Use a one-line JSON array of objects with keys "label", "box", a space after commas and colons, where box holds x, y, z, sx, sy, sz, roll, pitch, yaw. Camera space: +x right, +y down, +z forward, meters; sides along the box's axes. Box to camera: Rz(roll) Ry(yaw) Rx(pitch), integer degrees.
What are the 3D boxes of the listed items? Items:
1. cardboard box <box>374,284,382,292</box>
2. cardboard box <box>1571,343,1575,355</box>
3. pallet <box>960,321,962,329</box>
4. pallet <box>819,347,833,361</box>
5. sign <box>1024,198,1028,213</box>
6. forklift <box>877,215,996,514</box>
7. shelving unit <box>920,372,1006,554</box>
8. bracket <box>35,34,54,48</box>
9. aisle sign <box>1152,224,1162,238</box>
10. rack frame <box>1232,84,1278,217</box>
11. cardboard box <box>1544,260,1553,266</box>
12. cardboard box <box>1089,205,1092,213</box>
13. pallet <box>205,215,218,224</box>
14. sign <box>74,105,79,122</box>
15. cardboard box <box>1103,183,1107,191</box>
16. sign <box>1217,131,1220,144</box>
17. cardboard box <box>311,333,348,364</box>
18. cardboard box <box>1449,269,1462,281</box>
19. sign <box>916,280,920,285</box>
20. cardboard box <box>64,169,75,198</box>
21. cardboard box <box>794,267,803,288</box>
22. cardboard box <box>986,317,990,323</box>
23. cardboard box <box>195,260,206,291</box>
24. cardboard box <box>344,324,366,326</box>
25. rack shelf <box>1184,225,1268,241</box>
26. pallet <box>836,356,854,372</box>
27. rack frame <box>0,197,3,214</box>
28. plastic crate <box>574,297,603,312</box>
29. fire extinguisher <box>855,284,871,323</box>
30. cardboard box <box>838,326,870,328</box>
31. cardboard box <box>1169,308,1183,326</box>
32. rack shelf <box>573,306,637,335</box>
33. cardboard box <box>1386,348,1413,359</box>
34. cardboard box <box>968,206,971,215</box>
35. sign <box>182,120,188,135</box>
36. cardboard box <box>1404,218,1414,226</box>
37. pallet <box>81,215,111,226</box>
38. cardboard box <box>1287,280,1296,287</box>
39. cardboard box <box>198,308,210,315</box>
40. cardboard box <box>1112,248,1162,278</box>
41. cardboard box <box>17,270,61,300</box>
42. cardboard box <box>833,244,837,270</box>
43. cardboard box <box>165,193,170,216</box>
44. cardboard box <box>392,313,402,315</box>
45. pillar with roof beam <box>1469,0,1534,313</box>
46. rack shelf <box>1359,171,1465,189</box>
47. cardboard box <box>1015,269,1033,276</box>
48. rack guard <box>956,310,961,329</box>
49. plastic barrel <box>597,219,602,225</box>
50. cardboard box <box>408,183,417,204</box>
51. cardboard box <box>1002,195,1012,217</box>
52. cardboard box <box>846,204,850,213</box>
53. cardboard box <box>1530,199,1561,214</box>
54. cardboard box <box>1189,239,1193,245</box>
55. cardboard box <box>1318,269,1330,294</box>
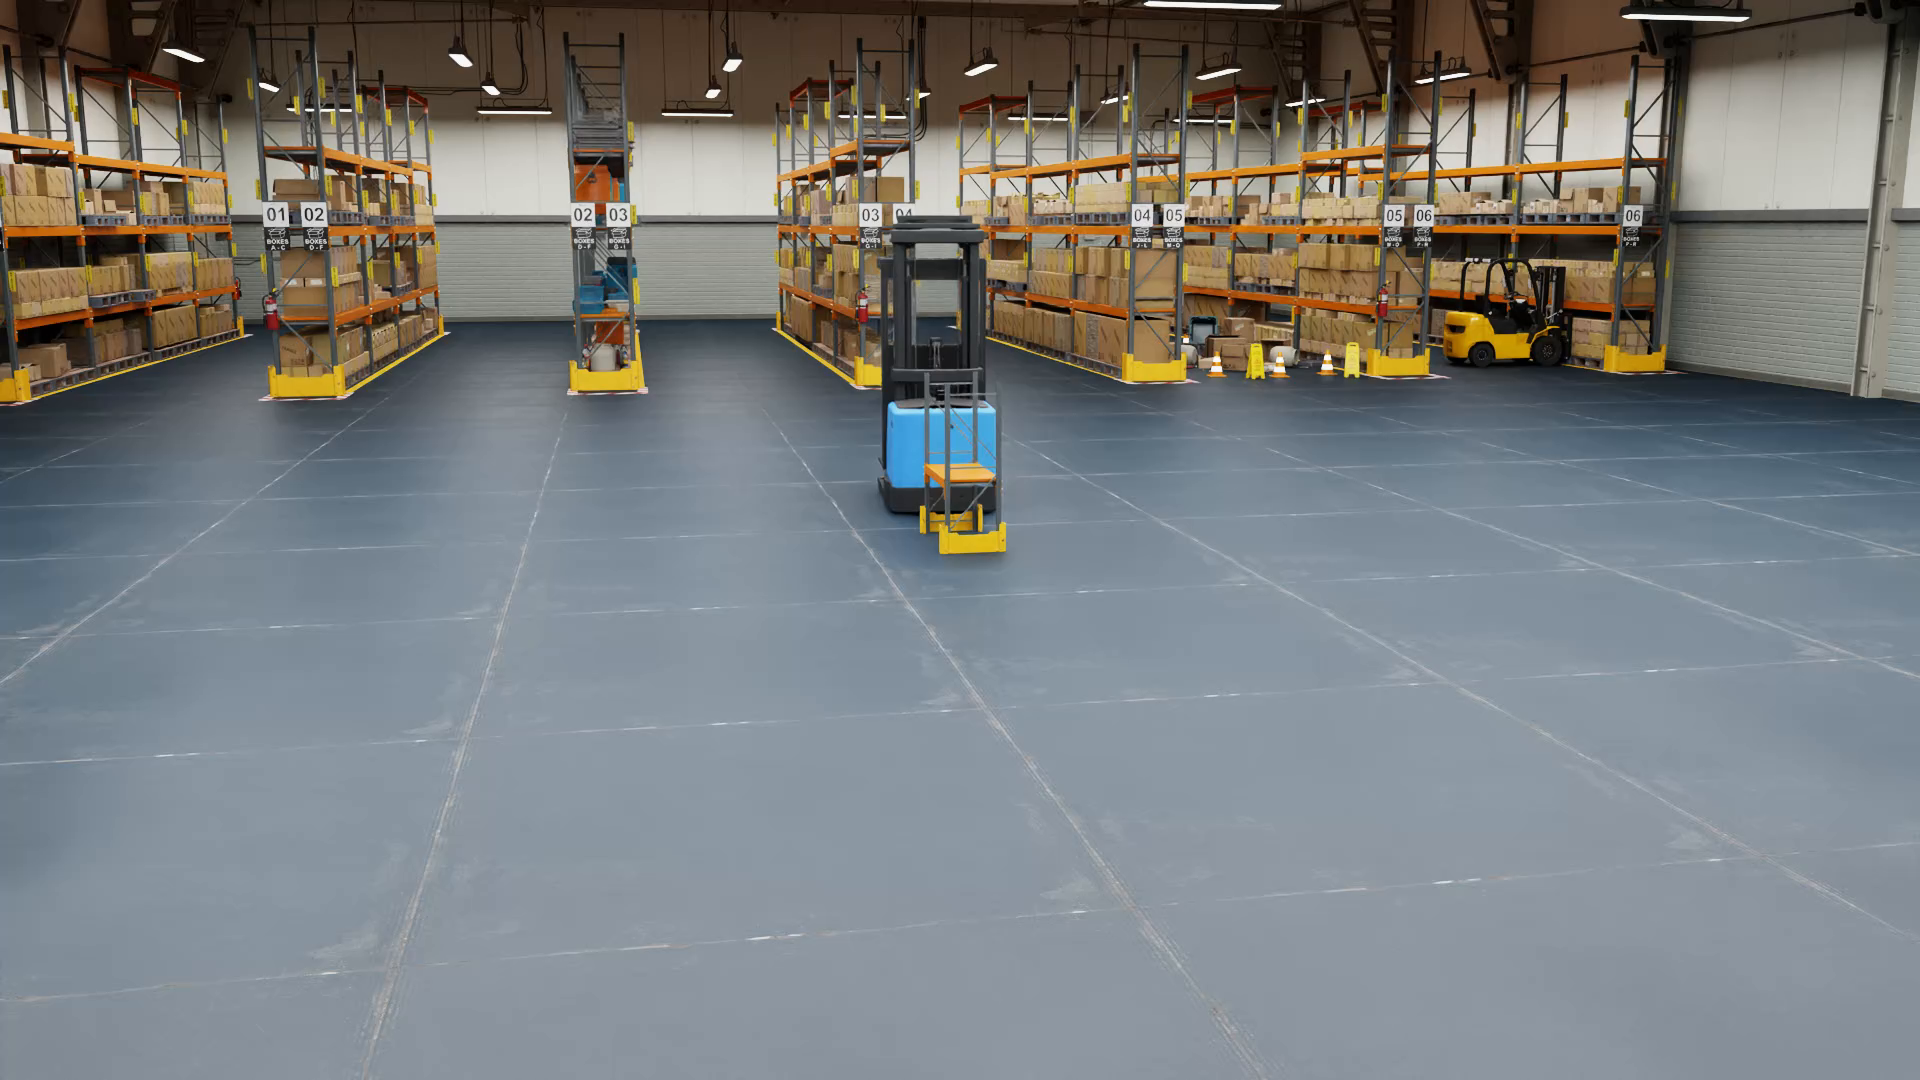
[{"label": "cardboard box", "box": [-12.540, -5.276, 35.185, 0.500, 0.311, 0.500, -1, 11, -7]}, {"label": "cardboard box", "box": [12.718, -3.936, 34.136, 0.500, 0.250, 0.500, -2, 11, -10]}, {"label": "pallet", "box": [0.617, -5.843, 45.382, 1.003, 0.211, 1.213, -2, 11, -11]}, {"label": "pallet", "box": [-2.465, -4.011, 35.759, 1.003, 0.211, 1.213, -2, 11, -11]}, {"label": "sign", "box": [1.503, -7.618, 37.845, 0.100, 0.325, 0.005, -2, 11, -11]}, {"label": "forklift", "box": [-0.301, -1.932, 17.560, 1.130, 2.935, 3.031, -1, 11, -6]}, {"label": "shelving unit", "box": [0.015, -0.723, 15.036, 0.587, 1.500, 1.083, -2, 11, -11]}, {"label": "bracket", "box": [-17.593, -9.589, 31.938, 0.235, 0.232, 0.430, -2, 11, -11]}, {"label": "aisle sign", "box": [5.605, -8.877, 46.913, 0.394, 0.787, 0.004, -2, 11, -11]}, {"label": "rack frame", "box": [6.871, -9.055, 38.757, 1.000, 3.000, 0.127, -2, 11, -11]}, {"label": "cardboard box", "box": [12.512, -5.811, 34.963, 0.380, 0.149, 0.250, -2, 11, -12]}, {"label": "cardboard box", "box": [2.750, -6.516, 32.719, 0.380, 0.149, 0.250, -2, 11, -12]}, {"label": "pallet", "box": [-18.587, -7.744, 40.131, 1.003, 0.211, 1.213, -2, 11, -11]}, {"label": "sign", "box": [-17.970, -8.670, 33.813, 0.100, 0.325, 0.005, -2, 11, -11]}, {"label": "cardboard box", "box": [2.946, -6.722, 31.671, 0.380, 0.149, 0.250, -2, 11, -12]}, {"label": "sign", "box": [6.623, -10.308, 42.632, 0.100, 0.325, 0.005, -2, 11, -11]}, {"label": "cardboard box", "box": [-10.997, -3.343, 29.015, 0.500, 0.500, 0.500, -2, 11, -11]}, {"label": "cardboard box", "box": [11.766, -6.182, 38.773, 0.500, 0.250, 0.500, -2, 11, -12]}, {"label": "sign", "box": [-0.761, -4.725, 29.739, 0.100, 0.325, 0.005, -2, 11, -11]}, {"label": "cardboard box", "box": [-16.284, -6.415, 29.915, 0.500, 0.500, 0.500, -3, 11, -16]}, {"label": "cardboard box", "box": [-3.783, -6.437, 40.779, 0.500, 0.500, 0.500, -2, 11, -11]}, {"label": "cardboard box", "box": [0.884, -5.641, 42.572, 0.380, 0.149, 0.250, -2, 11, -10]}, {"label": "cardboard box", "box": [-18.293, -6.188, 38.938, 0.980, 0.700, 0.700, -2, 11, -10]}, {"label": "cardboard box", "box": [-12.754, -4.412, 35.140, 0.500, 0.311, 0.500, -2, 11, -9]}, {"label": "rack shelf", "box": [6.482, -7.595, 41.032, 1.077, 0.370, 4.000, -2, 11, -11]}, {"label": "pallet", "box": [-1.906, -3.522, 33.191, 1.003, 0.211, 1.213, -2, 11, -11]}, {"label": "rack frame", "box": [-15.870, -6.687, 26.316, 1.000, 3.000, 0.127, -2, 11, -11]}, {"label": "plastic crate", "box": [-6.664, -4.227, 29.836, 0.499, 0.251, 0.408, -2, 11, -11]}, {"label": "fire extinguisher", "box": [-1.723, -4.205, 29.525, 0.296, 0.674, 0.183, -2, 11, -11]}, {"label": "cardboard box", "box": [-2.244, -4.204, 34.822, 0.700, 0.500, 0.500, -2, 11, -11]}, {"label": "cardboard box", "box": [6.076, -5.908, 43.999, 0.875, 0.438, 0.875, -2, 11, -12]}, {"label": "rack shelf", "box": [-6.541, -4.114, 30.764, 1.077, 0.370, 4.000, -2, 11, -11]}, {"label": "cardboard box", "box": [8.541, -3.654, 32.657, 0.500, 0.250, 0.500, -2, 11, -11]}, {"label": "cardboard box", "box": [0.499, -8.743, 44.206, 0.500, 0.250, 0.500, -2, 11, -10]}, {"label": "sign", "box": [-17.674, -9.408, 37.900, 0.100, 0.325, 0.005, -2, 11, -11]}, {"label": "cardboard box", "box": [8.681, -6.063, 31.734, 0.380, 0.149, 0.250, -2, 11, -11]}, {"label": "pallet", "box": [-16.663, -5.972, 31.084, 1.213, 0.211, 1.003, -2, 11, -11]}, {"label": "cardboard box", "box": [7.278, -5.542, 35.891, 0.380, 0.149, 0.250, -2, 11, -10]}, {"label": "cardboard box", "box": [-18.136, -5.448, 39.679, 0.380, 0.149, 0.250, -2, 11, -9]}, {"label": "cardboard box", "box": [3.360, -5.213, 31.329, 0.875, 0.550, 0.550, -2, 11, -11]}, {"label": "cardboard box", "box": [-15.961, -4.423, 28.809, 0.500, 0.500, 0.500, -2, 11, -9]}, {"label": "cardboard box", "box": [-2.233, -5.609, 32.958, 0.500, 0.500, 0.500, -2, 11, -11]}, {"label": "cardboard box", "box": [-18.140, -7.514, 37.240, 0.700, 0.500, 0.500, -3, 11, -14]}, {"label": "cardboard box", "box": [-13.735, -5.204, 40.078, 0.500, 0.500, 0.500, -2, 11, -11]}, {"label": "pillar with roof beam", "box": [8.654, -8.873, 37.803, 9.100, 9.000, 0.548, -2, 11, -11]}, {"label": "rack shelf", "box": [11.350, -9.053, 41.741, 1.077, 0.370, 4.000, -2, 11, -11]}, {"label": "cardboard box", "box": [1.493, -6.212, 38.621, 0.380, 0.149, 0.250, -2, 11, -10]}, {"label": "rack guard", "box": [0.494, -6.135, 46.144, 1.175, 0.500, 0.348, -2, 11, -11]}, {"label": "plastic barrel", "box": [-7.242, -6.639, 32.745, 0.600, 0.901, 0.708, -2, 11, -11]}, {"label": "cardboard box", "box": [-13.436, -8.320, 39.977, 0.700, 0.500, 0.500, -2, 11, -11]}, {"label": "cardboard box", "box": [1.429, -8.086, 40.287, 0.797, 0.503, 0.637, -2, 11, -12]}, {"label": "cardboard box", "box": [-1.900, -6.154, 30.875, 0.380, 0.149, 0.250, -3, 11, -14]}, {"label": "cardboard box", "box": [12.440, -7.079, 35.247, 0.500, 0.311, 0.500, -2, 11, -10]}, {"label": "cardboard box", "box": [6.221, -7.814, 43.607, 0.380, 0.149, 0.250, -2, 11, -10]}, {"label": "cardboard box", "box": [7.667, -5.295, 33.984, 0.500, 0.500, 0.500, -2, 11, -11]}]
